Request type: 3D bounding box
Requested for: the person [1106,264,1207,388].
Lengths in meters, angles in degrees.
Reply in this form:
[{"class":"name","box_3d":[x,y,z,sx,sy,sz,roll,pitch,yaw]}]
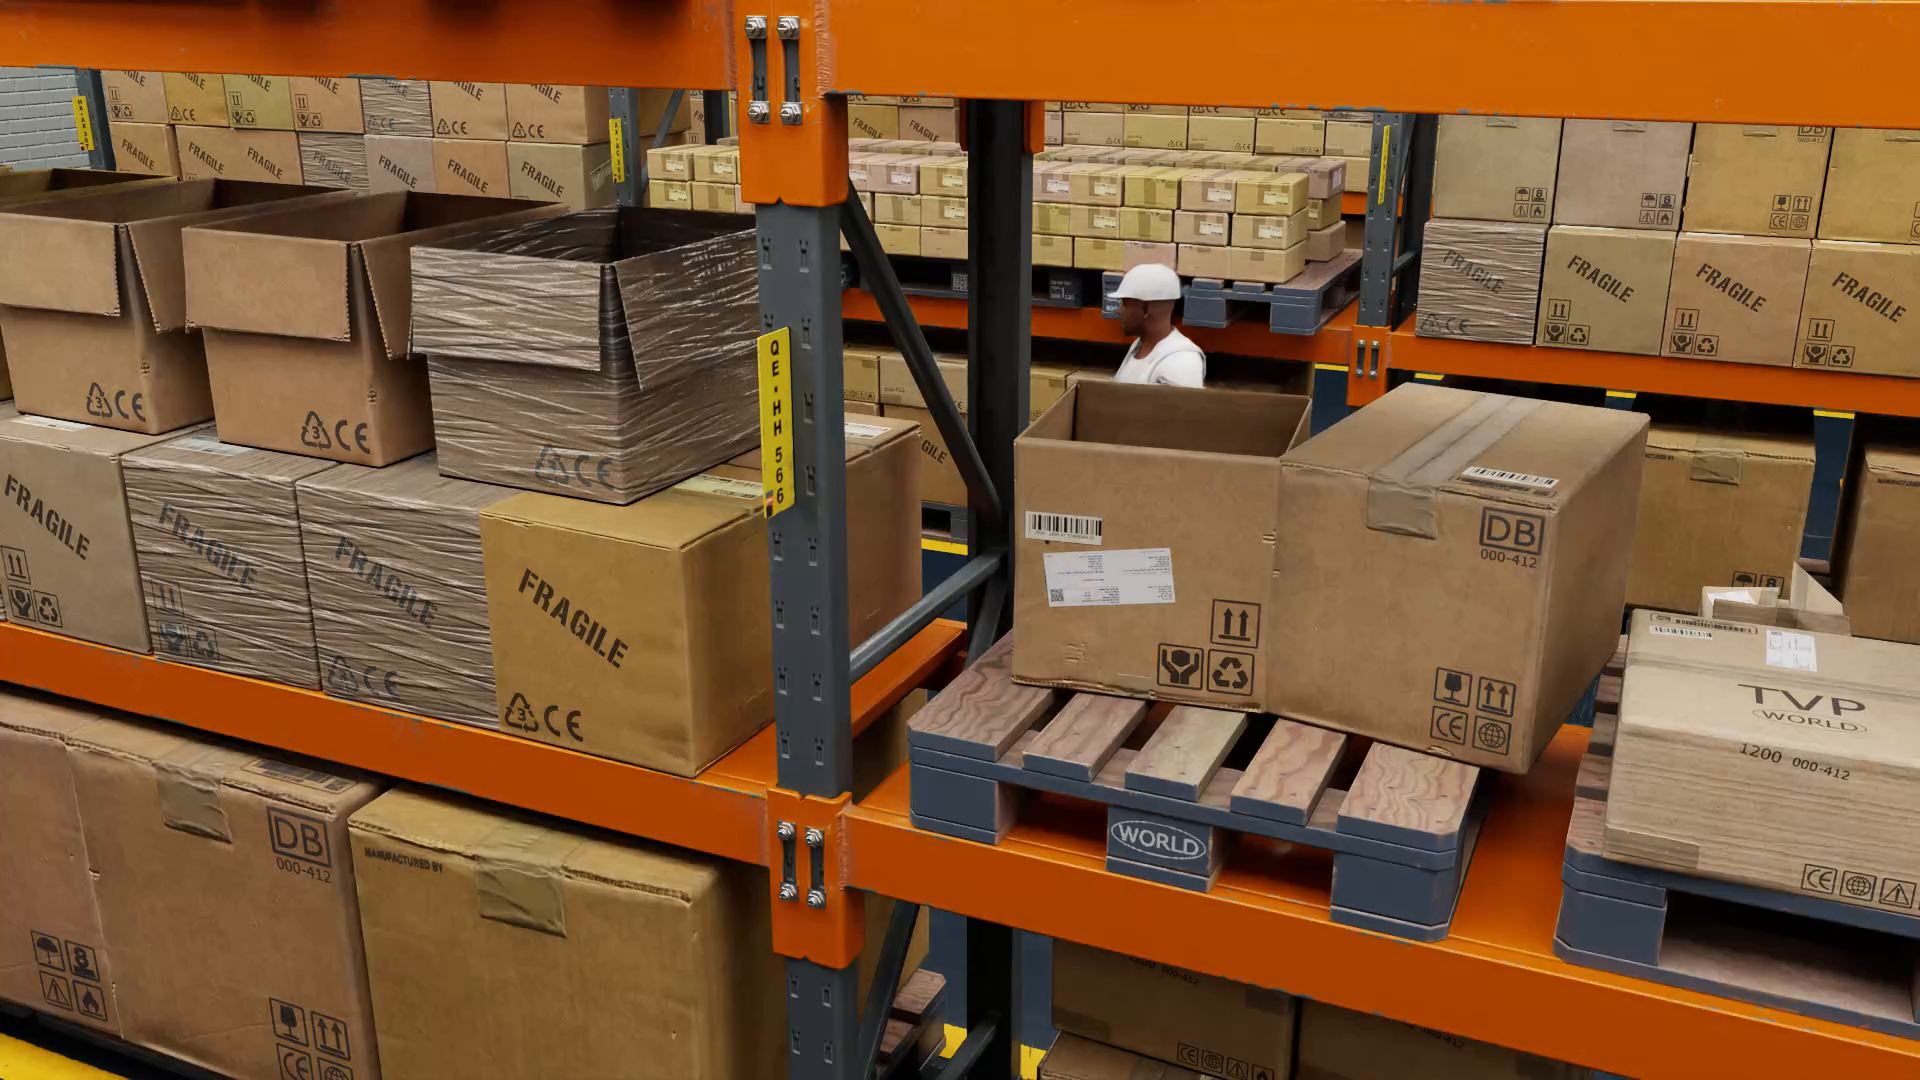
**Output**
[{"class":"person","box_3d":[0.817,-0.229,6.710,0.610,1.762,0.595,-6,20,-17]}]
